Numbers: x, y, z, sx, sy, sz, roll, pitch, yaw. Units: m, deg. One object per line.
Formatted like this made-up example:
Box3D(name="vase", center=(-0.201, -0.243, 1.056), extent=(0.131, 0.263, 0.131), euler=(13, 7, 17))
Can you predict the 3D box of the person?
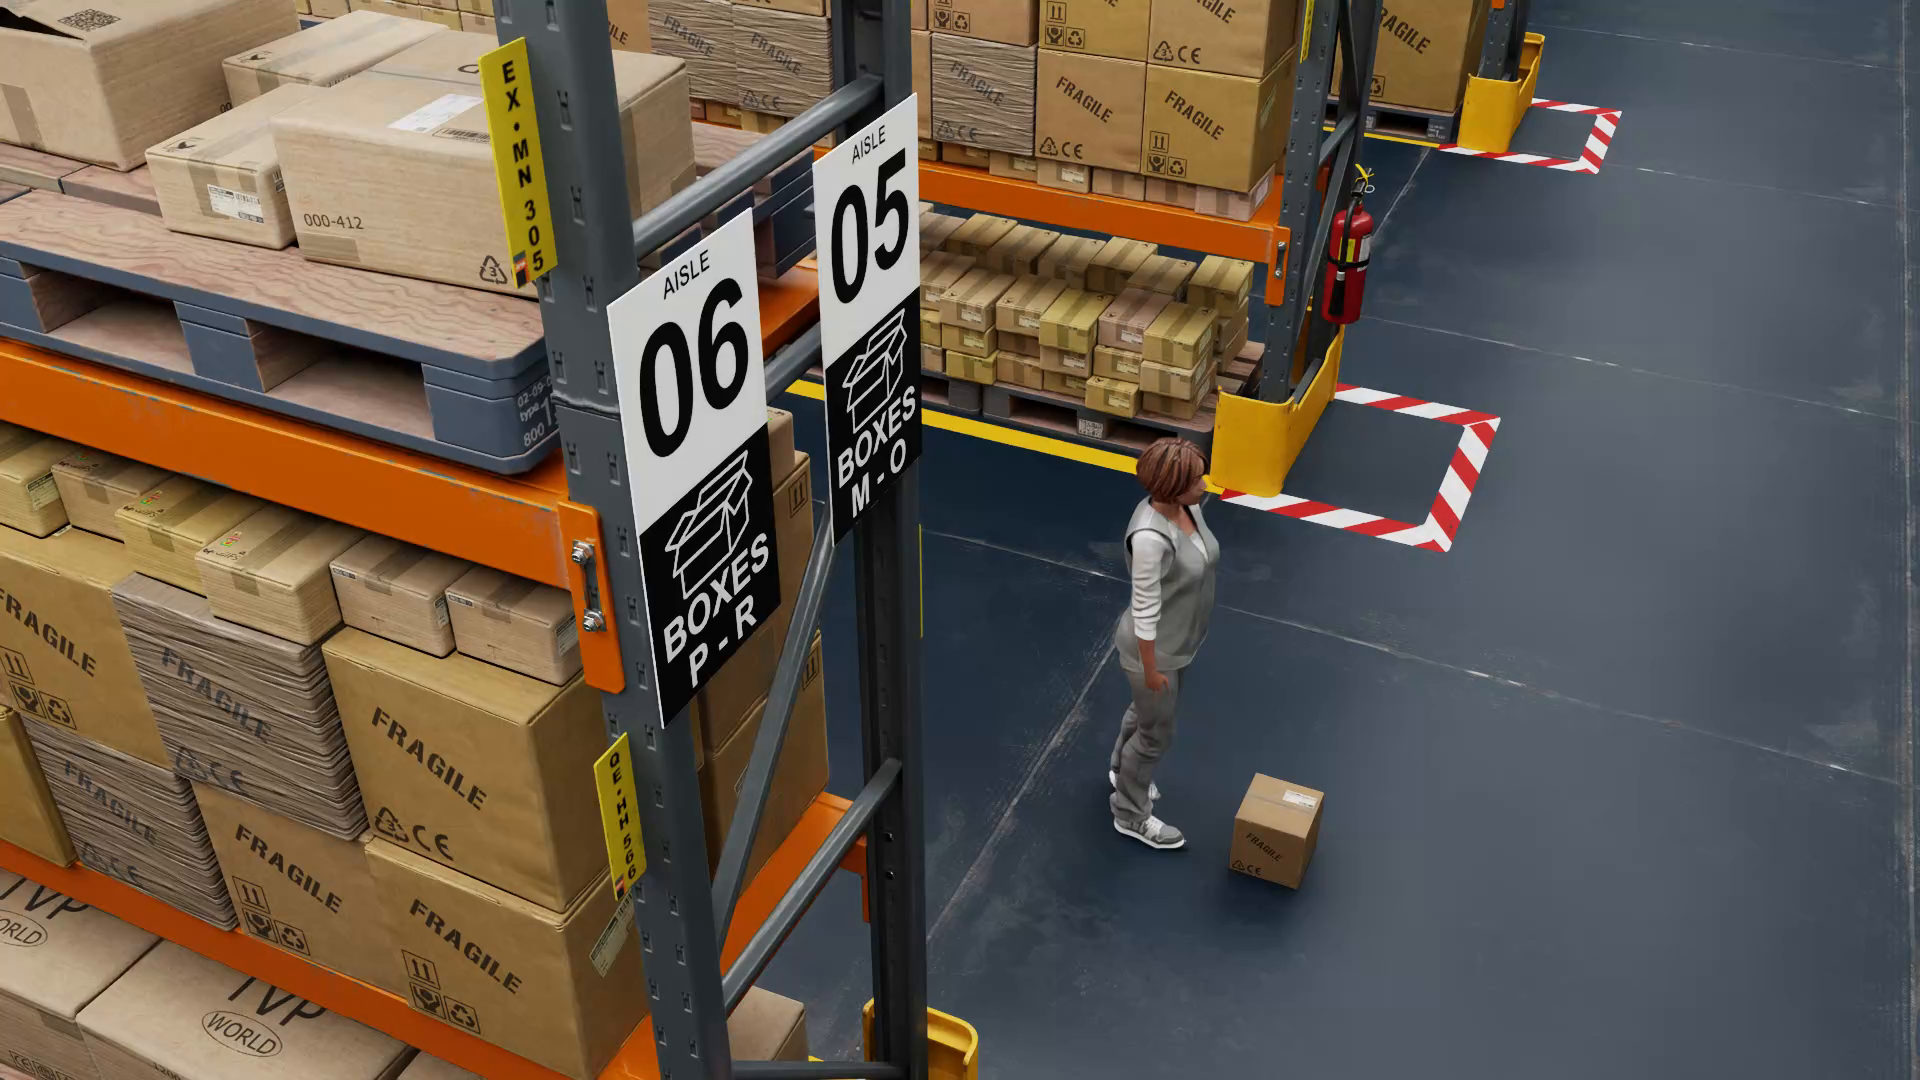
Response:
Box3D(name="person", center=(0.681, 0.370, 5.655), extent=(0.365, 1.654, 0.412), euler=(15, 37, 21))
